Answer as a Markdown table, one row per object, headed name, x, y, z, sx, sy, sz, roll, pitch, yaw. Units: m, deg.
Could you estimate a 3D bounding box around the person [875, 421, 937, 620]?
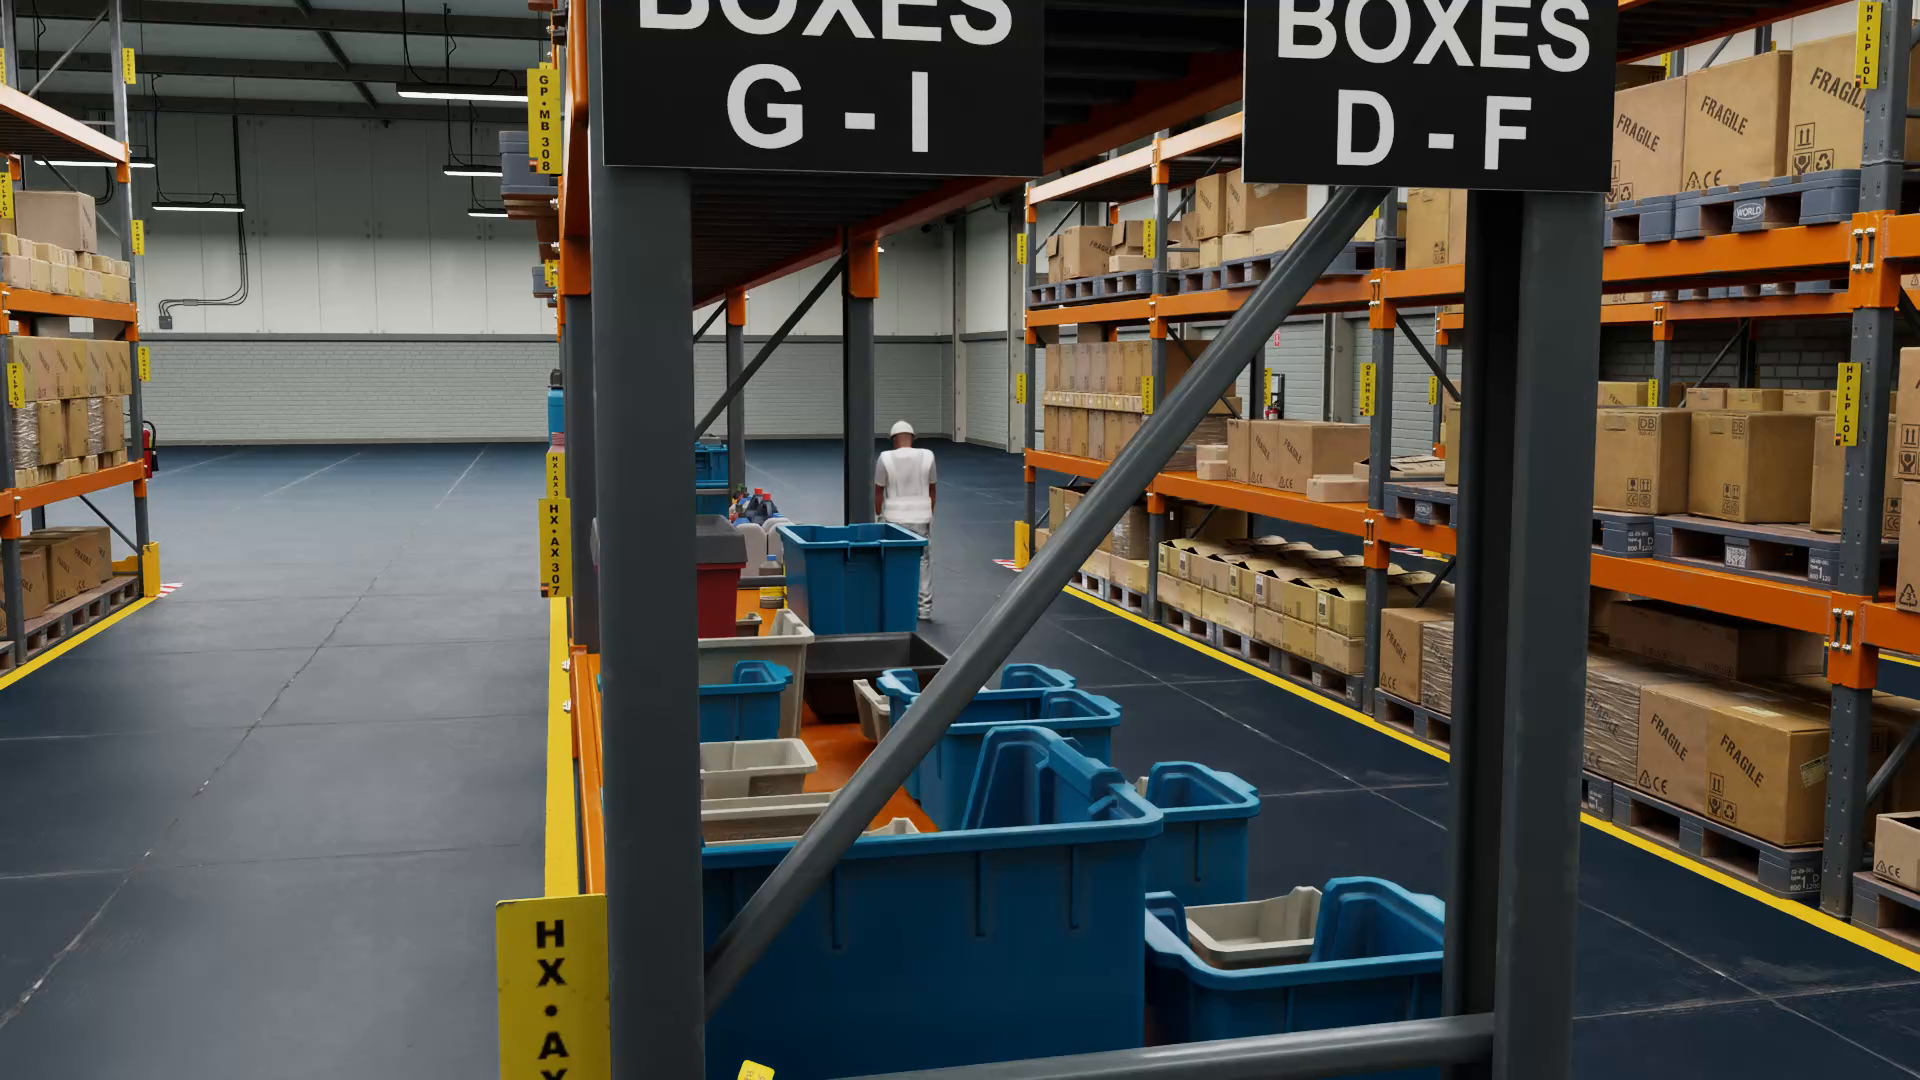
| name | x | y | z | sx | sy | sz | roll | pitch | yaw |
| --- | --- | --- | --- | --- | --- | --- | --- | --- | --- |
| person | -0.490 | -0.169 | 14.619 | 0.569 | 1.741 | 0.442 | -1 | 6 | -12 |
